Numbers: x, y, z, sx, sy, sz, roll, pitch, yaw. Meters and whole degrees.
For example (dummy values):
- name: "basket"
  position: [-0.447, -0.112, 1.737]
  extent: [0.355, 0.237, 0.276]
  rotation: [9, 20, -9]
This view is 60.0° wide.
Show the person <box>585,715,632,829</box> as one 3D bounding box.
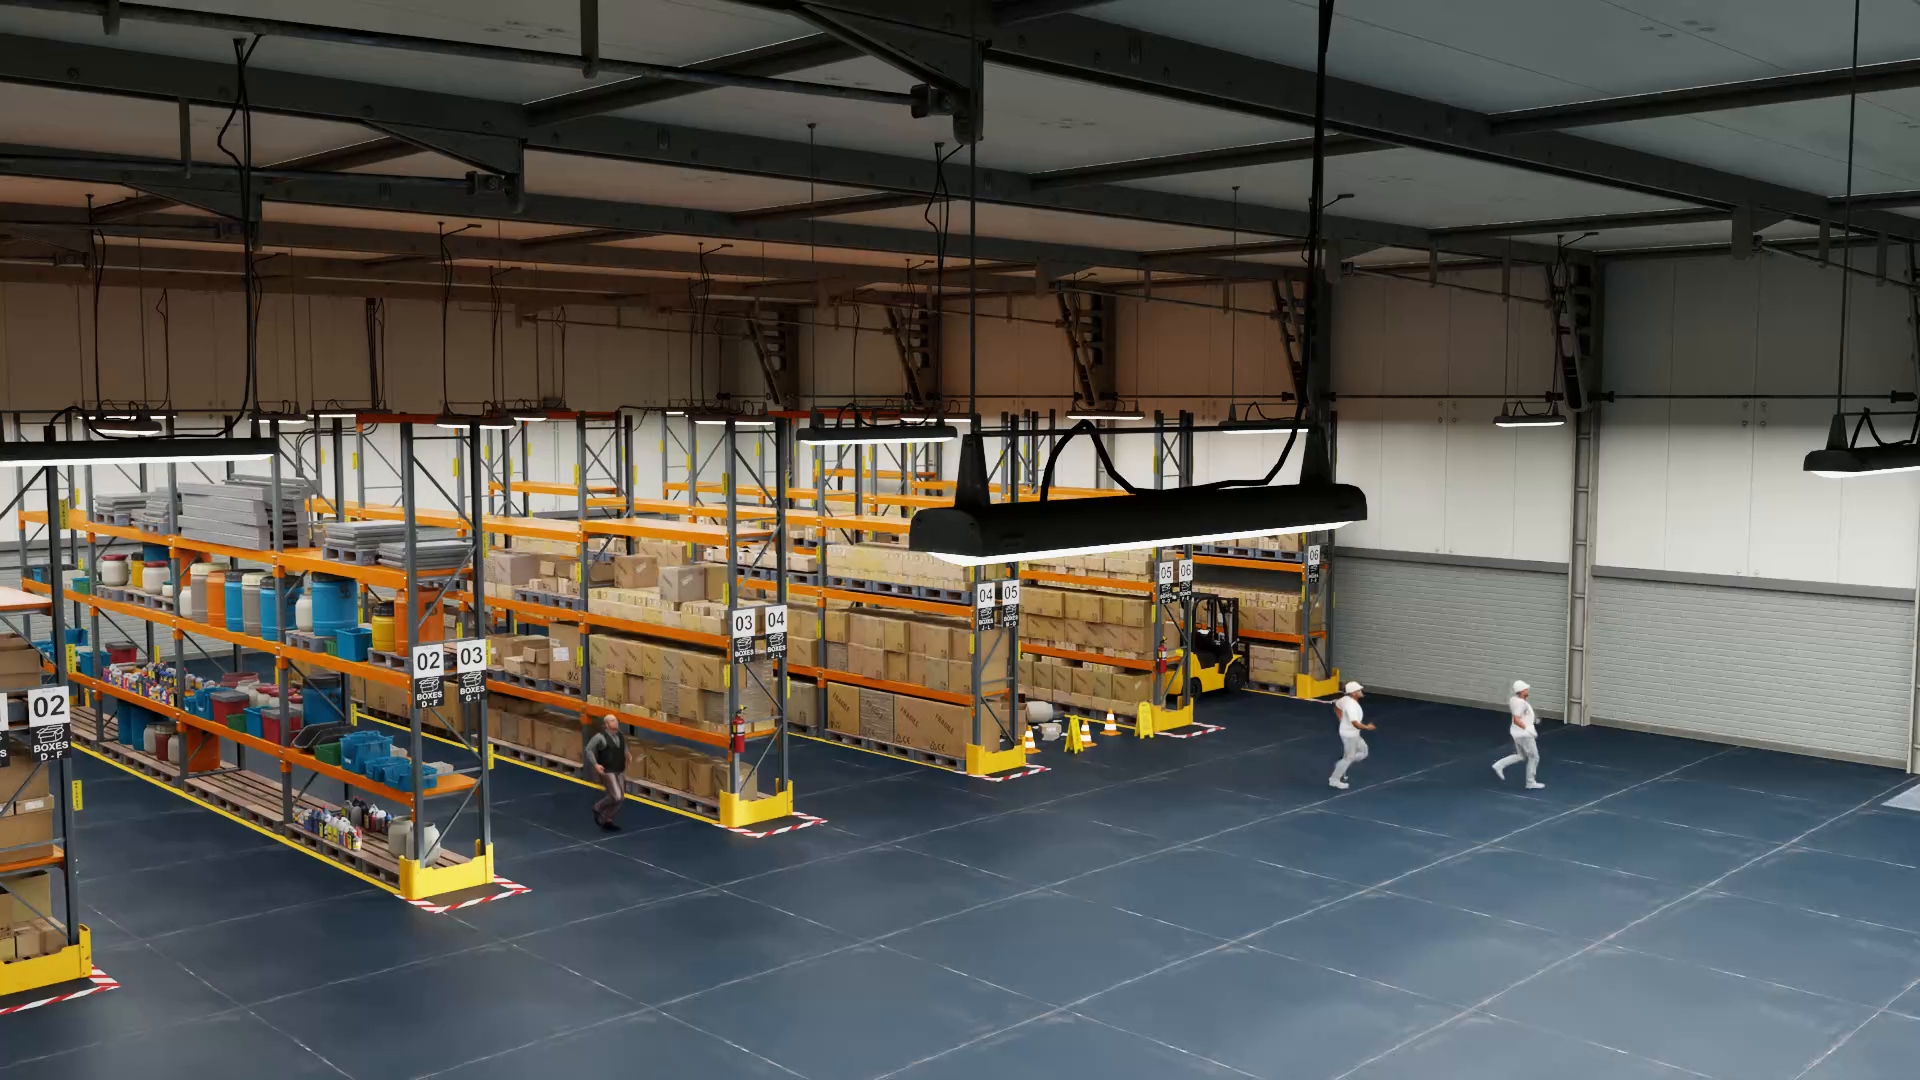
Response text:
- name: "person"
  position: [-5.050, 3.383, 24.208]
  extent: [0.542, 1.694, 0.703]
  rotation: [3, 6, 35]

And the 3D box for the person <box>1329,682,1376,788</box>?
- name: "person"
  position: [6.344, 3.132, 26.890]
  extent: [0.729, 1.716, 0.732]
  rotation: [1, 5, 8]

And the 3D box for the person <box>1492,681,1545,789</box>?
- name: "person"
  position: [9.023, 3.136, 26.783]
  extent: [0.818, 1.750, 0.640]
  rotation: [1, 5, 6]
